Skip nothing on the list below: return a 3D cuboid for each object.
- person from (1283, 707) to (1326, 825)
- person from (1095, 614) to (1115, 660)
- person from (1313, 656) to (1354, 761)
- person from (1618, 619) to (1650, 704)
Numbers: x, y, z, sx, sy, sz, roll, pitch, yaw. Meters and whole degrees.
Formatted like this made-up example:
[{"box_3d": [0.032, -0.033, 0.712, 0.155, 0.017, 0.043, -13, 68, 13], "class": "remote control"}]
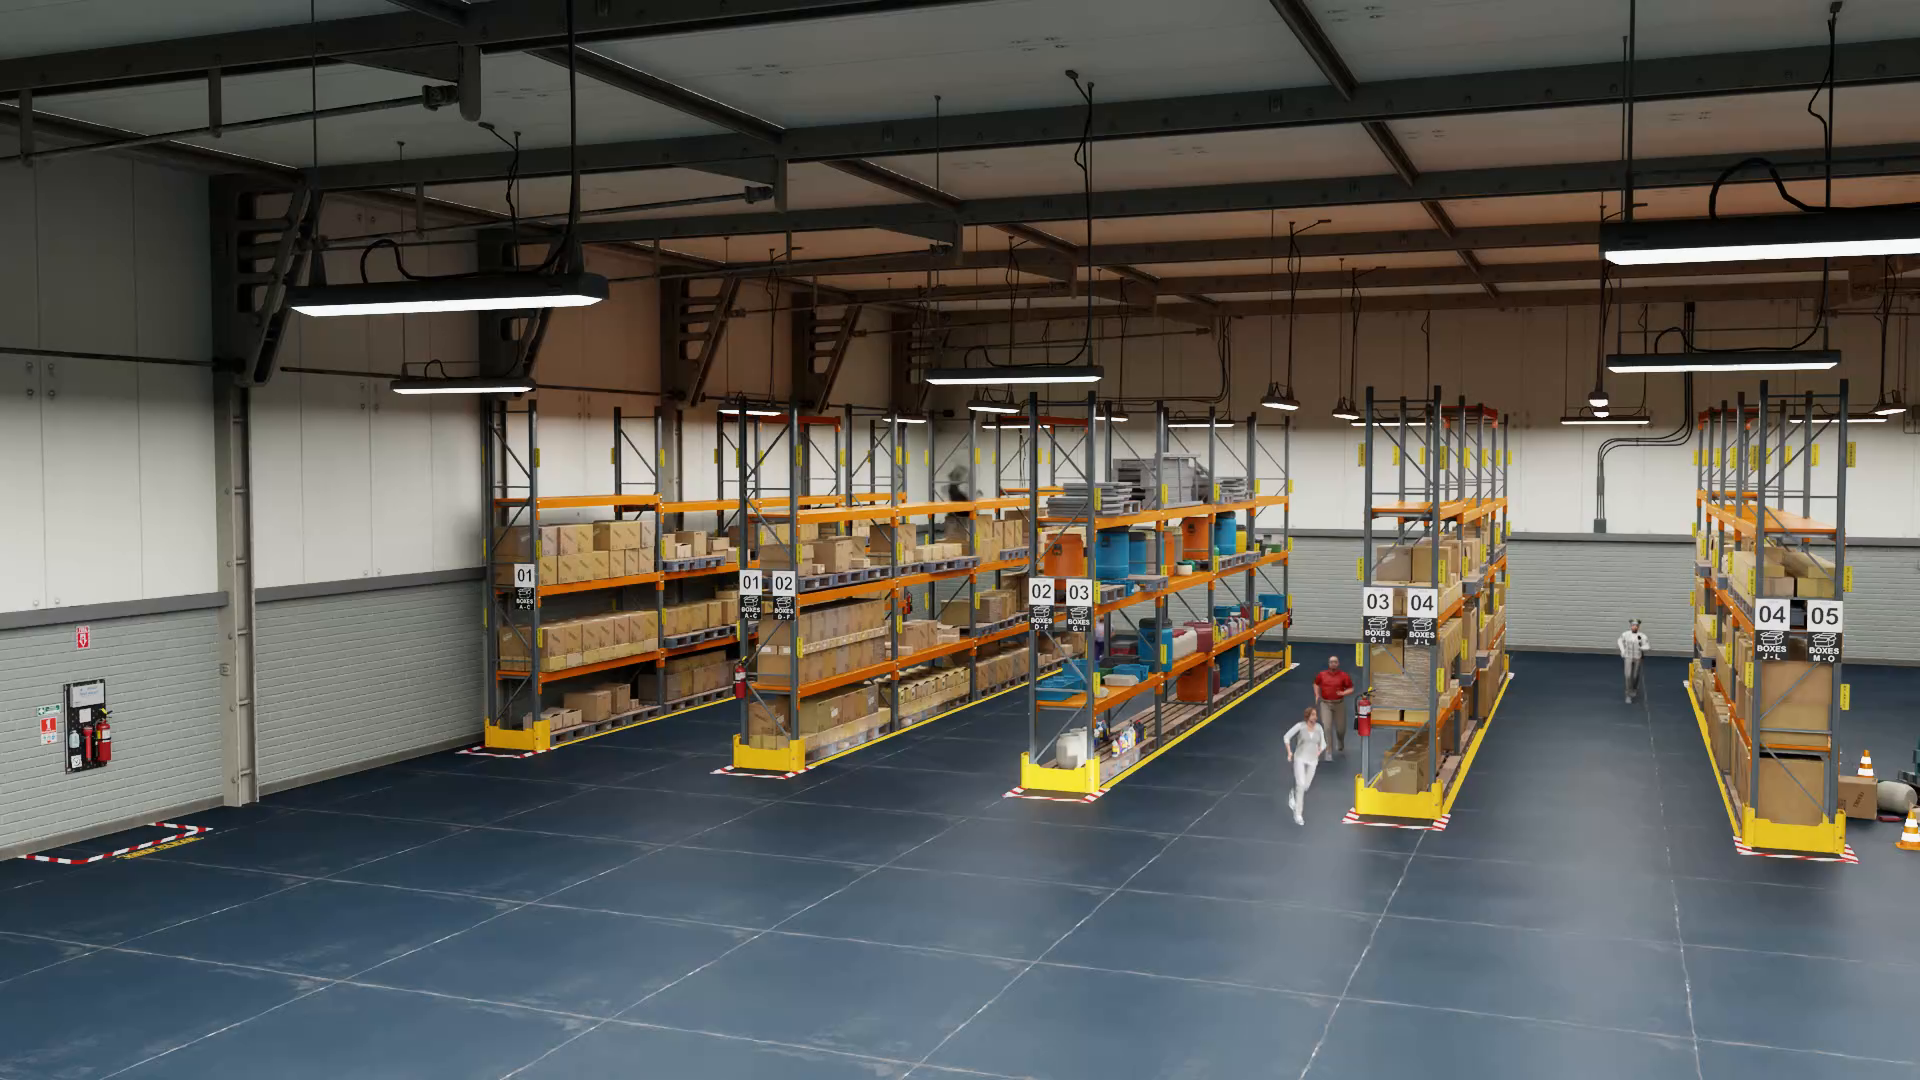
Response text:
[{"box_3d": [4.790, 3.093, 23.088, 0.576, 1.583, 0.777, 0, 3, -7], "class": "person"}, {"box_3d": [3.104, 2.367, 36.454, 0.595, 1.667, 0.903, 1, 3, 13], "class": "person"}, {"box_3d": [6.212, 2.779, 27.700, 0.676, 1.696, 0.907, 1, 3, 16], "class": "person"}, {"box_3d": [13.823, 2.472, 34.118, 0.601, 1.746, 0.824, 1, 3, 20], "class": "person"}]
